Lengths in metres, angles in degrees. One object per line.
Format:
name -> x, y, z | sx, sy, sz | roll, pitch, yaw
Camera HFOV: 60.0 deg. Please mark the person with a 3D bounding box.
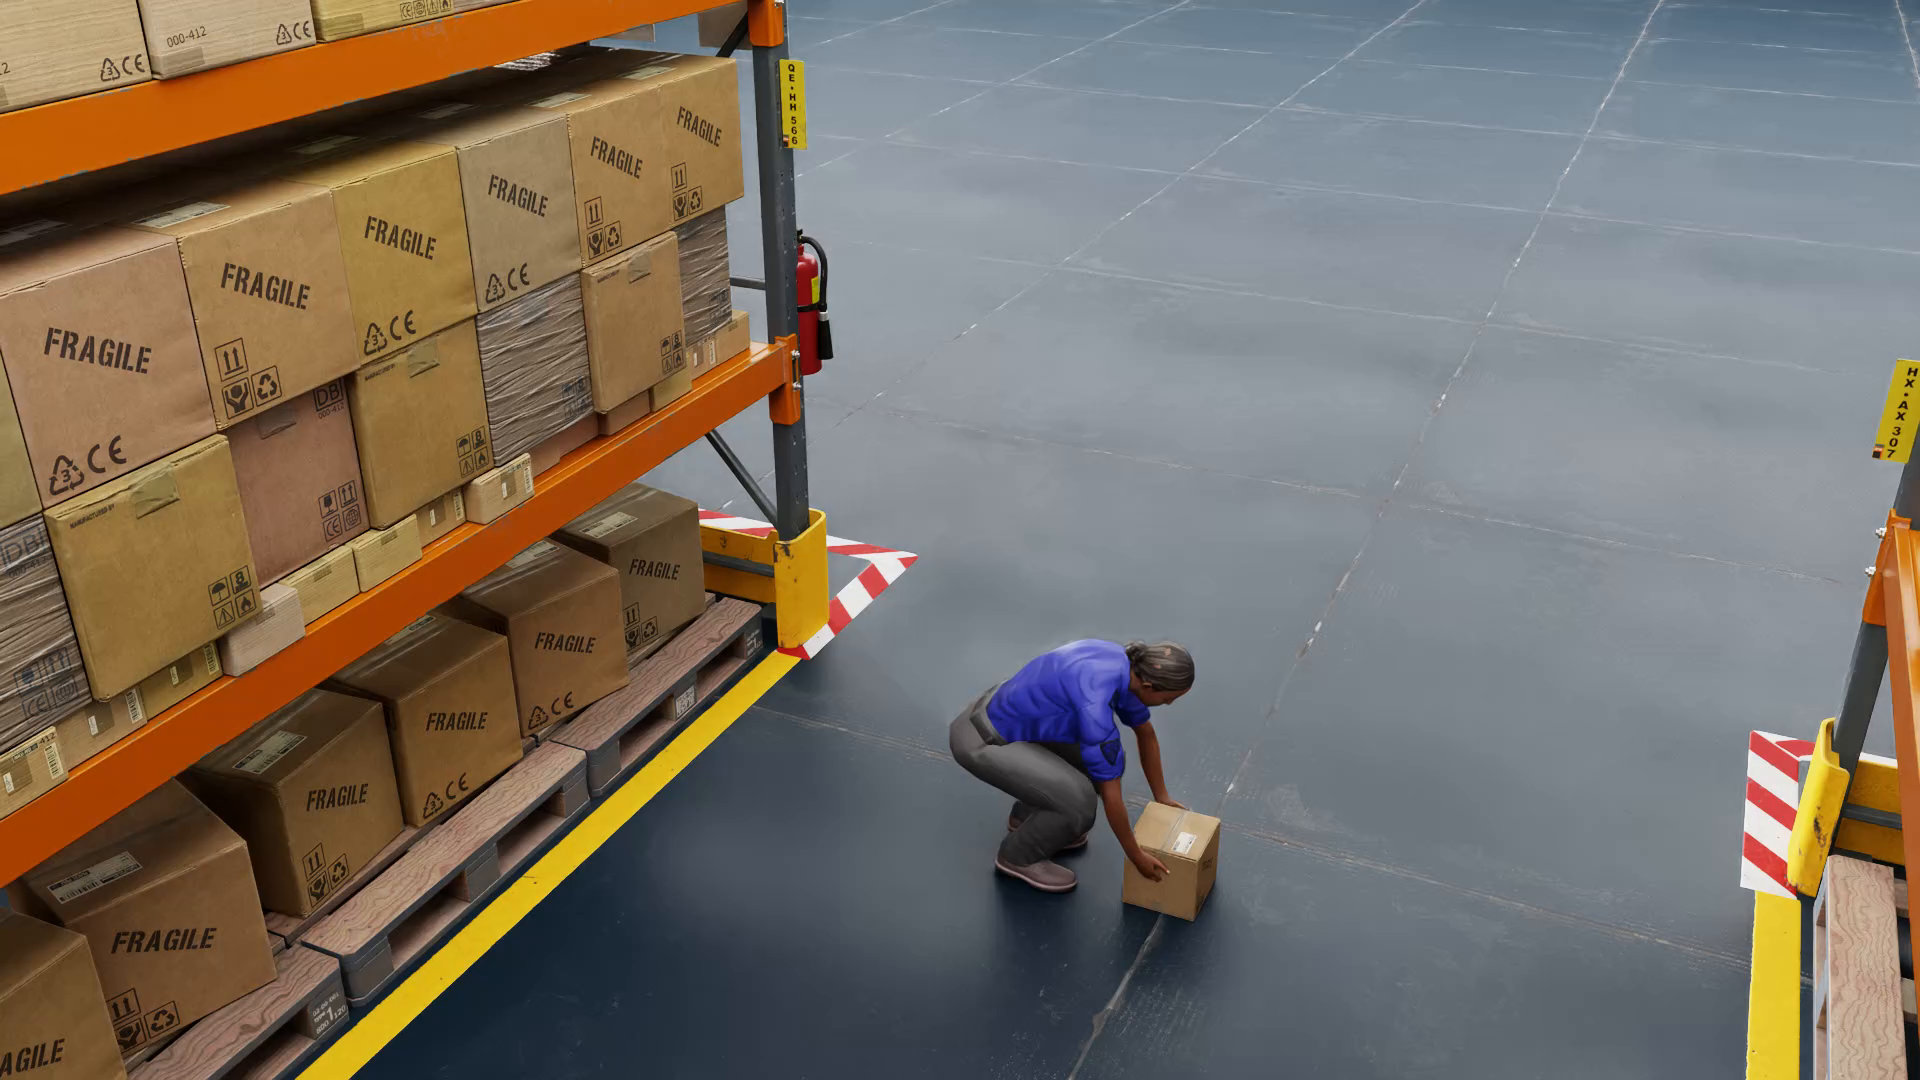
person -> 0.378, 0.704, 5.550 | 0.805, 0.908, 0.476 | 11, 28, 22
